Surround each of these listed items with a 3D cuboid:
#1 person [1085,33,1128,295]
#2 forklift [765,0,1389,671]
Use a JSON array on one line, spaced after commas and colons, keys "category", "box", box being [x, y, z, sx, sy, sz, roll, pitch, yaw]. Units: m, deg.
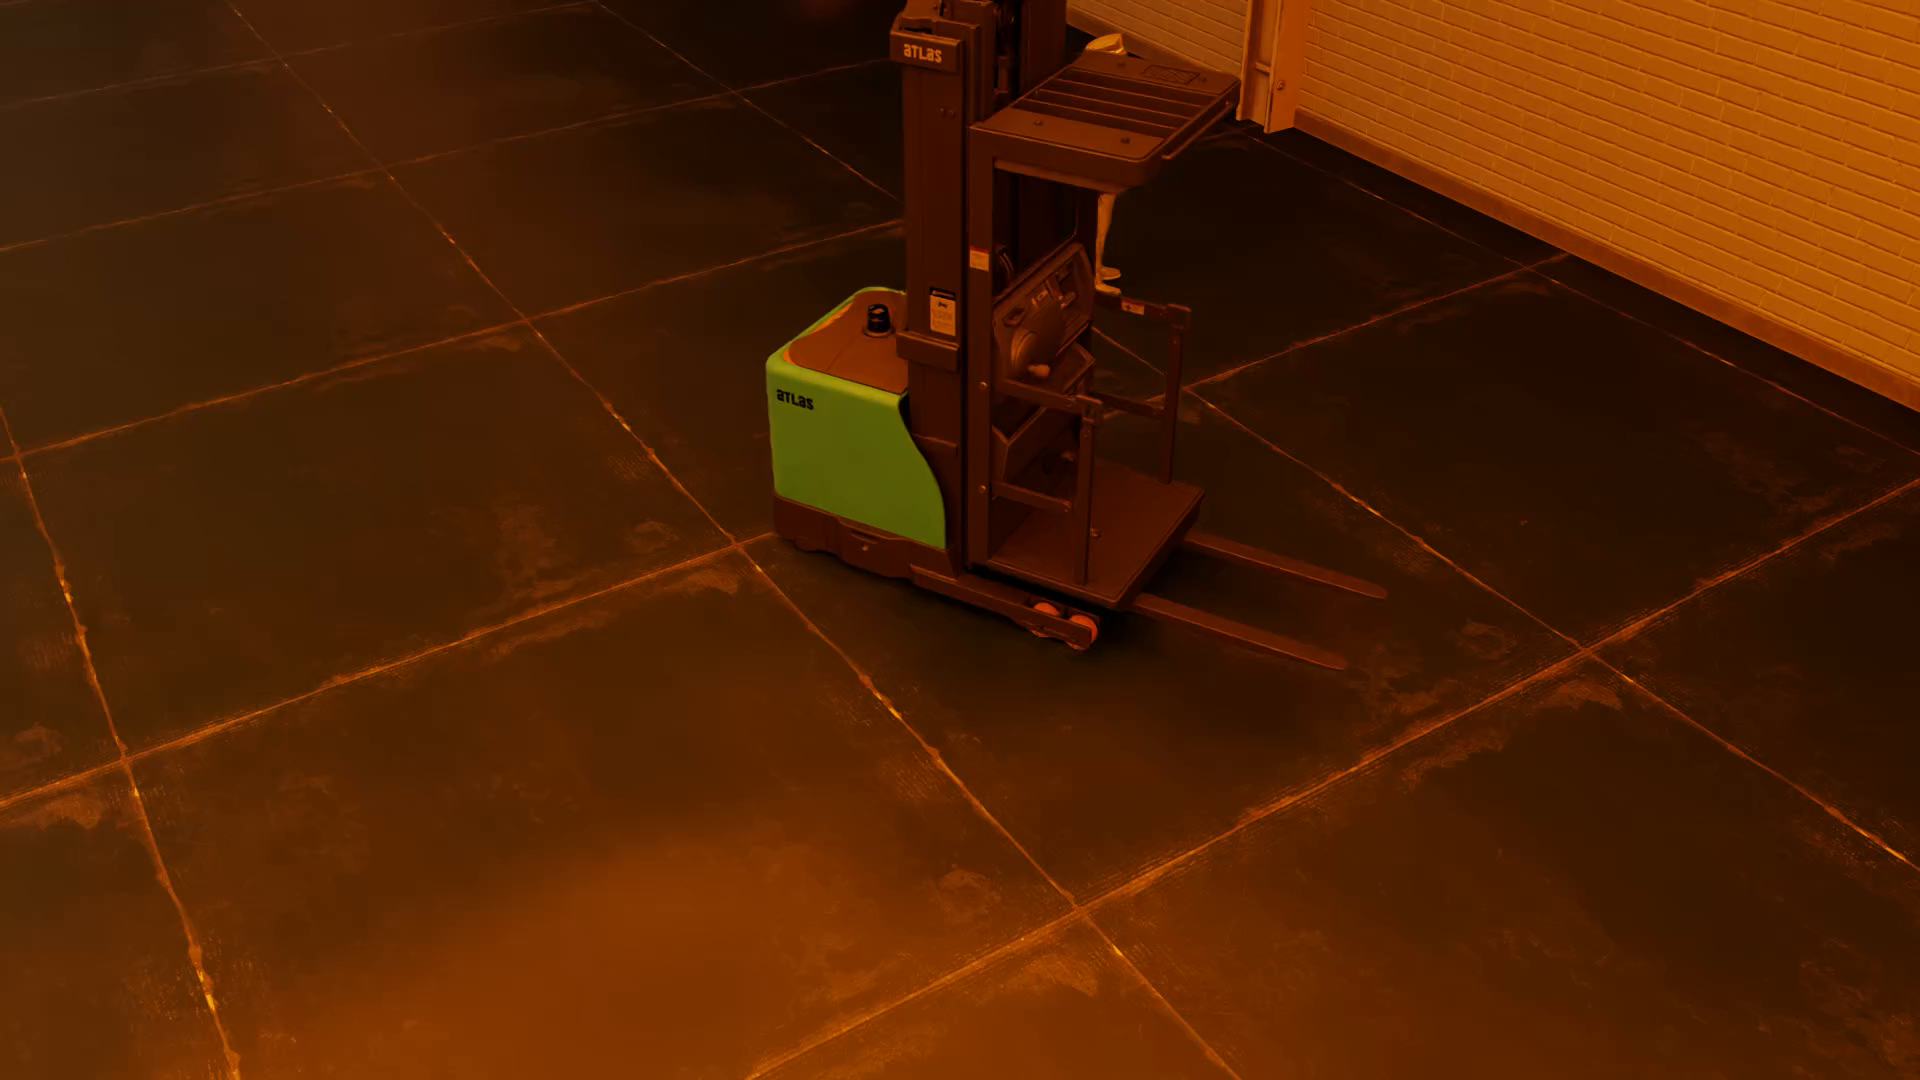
[{"category": "person", "box": [0.920, -2.403, 10.651, 0.339, 1.692, 0.446, 4, 35, 6]}, {"category": "forklift", "box": [0.570, -1.025, 7.606, 3.031, 2.935, 1.130, 18, 39, 24]}]
